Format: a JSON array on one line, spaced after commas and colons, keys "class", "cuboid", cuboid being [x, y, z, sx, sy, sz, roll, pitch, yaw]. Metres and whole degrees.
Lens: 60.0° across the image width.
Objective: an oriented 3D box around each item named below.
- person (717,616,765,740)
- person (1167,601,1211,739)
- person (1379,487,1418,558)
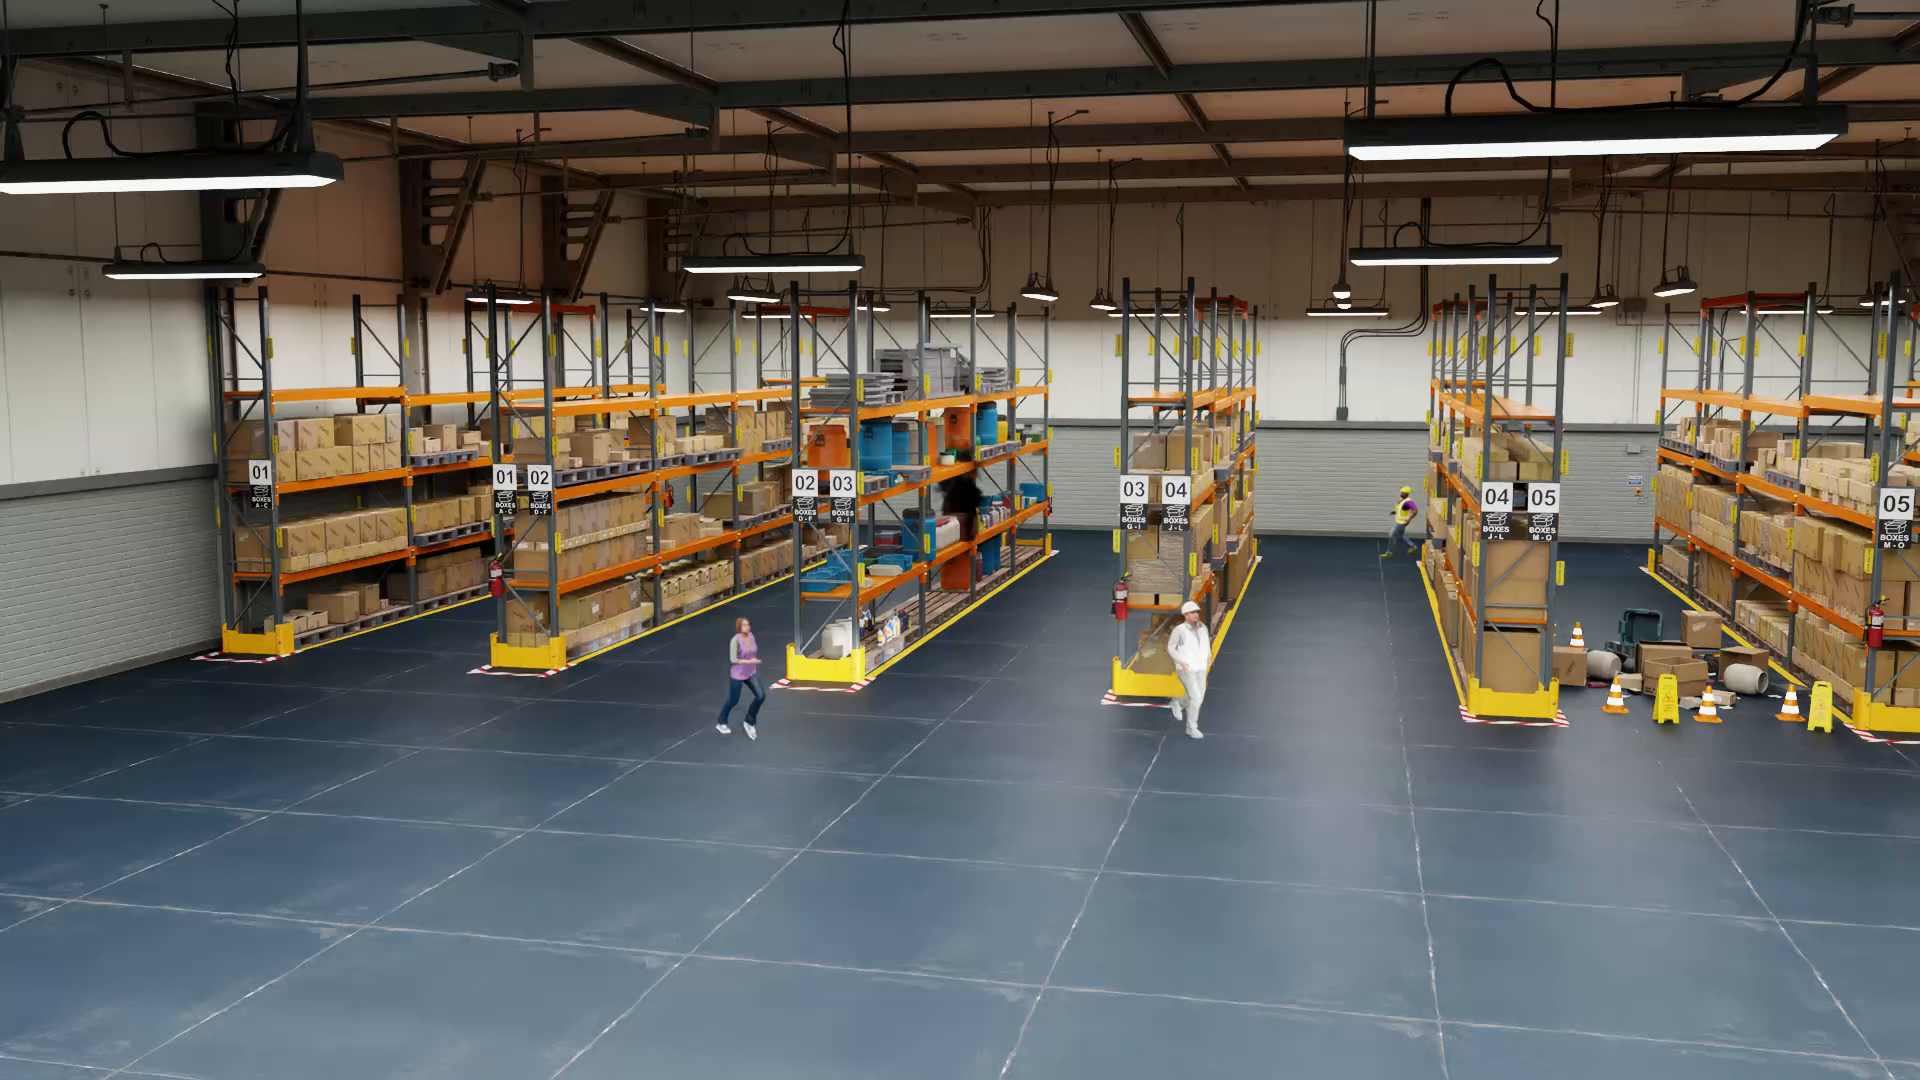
[{"class": "person", "cuboid": [-2.777, 1.761, 21.341, 0.815, 1.596, 0.546, 6, 9, 44]}, {"class": "person", "cuboid": [2.959, 1.659, 21.668, 0.664, 1.766, 0.706, -4, 8, -30]}, {"class": "person", "cuboid": [10.505, -0.457, 39.658, 0.897, 1.664, 0.763, 1, 7, 6]}]
